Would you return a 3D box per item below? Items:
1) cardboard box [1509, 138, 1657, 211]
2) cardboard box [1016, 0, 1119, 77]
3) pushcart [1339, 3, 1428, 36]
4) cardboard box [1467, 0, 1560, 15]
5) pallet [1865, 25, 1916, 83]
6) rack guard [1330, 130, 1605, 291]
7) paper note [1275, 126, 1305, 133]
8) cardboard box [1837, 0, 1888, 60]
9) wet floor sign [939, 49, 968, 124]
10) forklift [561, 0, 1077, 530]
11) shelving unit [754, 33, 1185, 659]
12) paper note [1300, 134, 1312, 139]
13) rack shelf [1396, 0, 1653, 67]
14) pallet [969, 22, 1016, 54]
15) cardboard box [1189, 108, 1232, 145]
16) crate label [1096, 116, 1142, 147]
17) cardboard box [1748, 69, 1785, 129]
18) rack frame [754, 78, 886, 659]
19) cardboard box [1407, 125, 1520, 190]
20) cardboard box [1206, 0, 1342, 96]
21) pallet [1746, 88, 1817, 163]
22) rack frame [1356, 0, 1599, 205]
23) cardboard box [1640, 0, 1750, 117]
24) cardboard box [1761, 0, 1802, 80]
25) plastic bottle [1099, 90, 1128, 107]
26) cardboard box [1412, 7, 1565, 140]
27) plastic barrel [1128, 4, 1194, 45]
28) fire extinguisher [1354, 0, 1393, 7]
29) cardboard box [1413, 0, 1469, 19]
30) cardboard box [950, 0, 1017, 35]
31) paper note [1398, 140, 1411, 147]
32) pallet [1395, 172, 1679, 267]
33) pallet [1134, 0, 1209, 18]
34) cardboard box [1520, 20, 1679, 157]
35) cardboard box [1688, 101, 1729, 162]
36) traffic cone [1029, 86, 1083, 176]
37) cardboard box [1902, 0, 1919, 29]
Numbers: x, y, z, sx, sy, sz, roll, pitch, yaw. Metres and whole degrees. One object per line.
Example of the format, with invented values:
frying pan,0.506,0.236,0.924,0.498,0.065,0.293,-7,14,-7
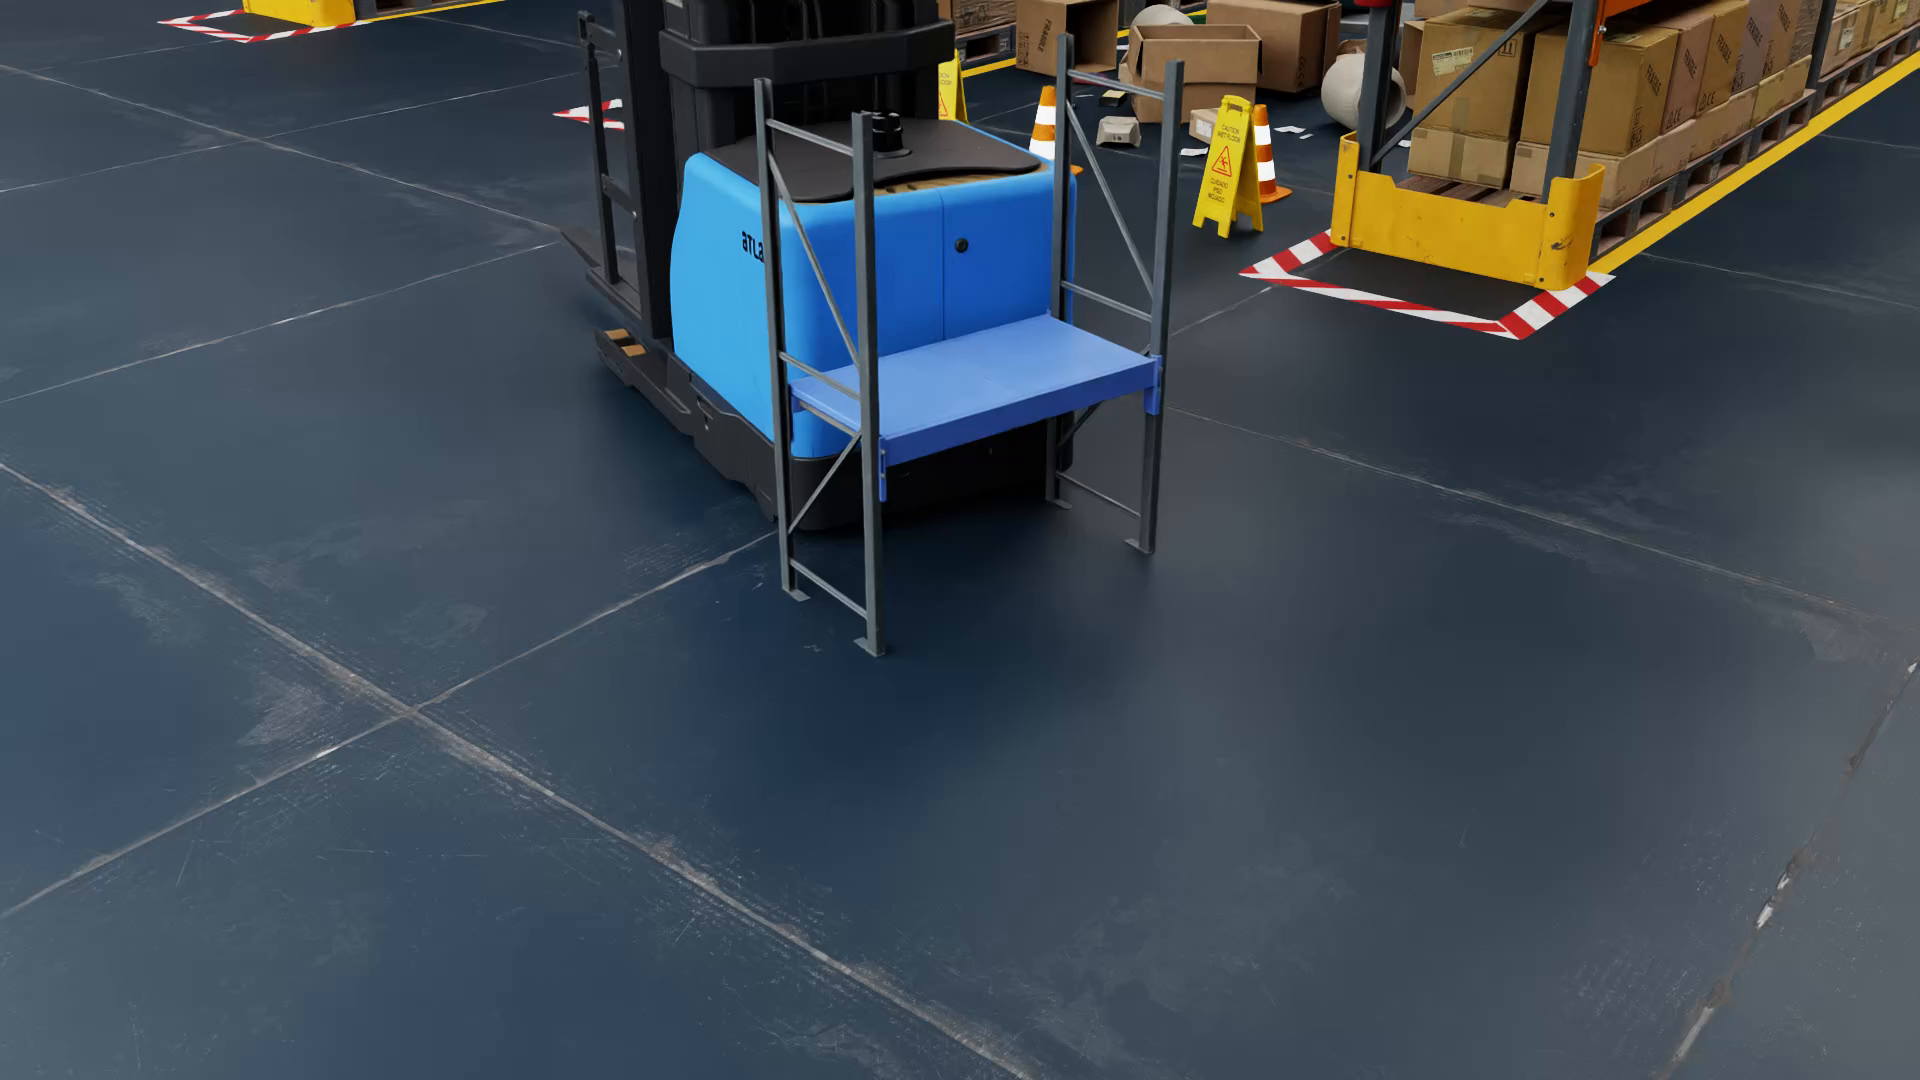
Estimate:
cardboard box,2.999,-1.802,8.003,0.500,0.250,0.500,20,34,34
cardboard box,0.737,-3.501,11.470,0.500,0.500,0.500,-21,34,-35
pushcart,3.025,-3.533,11.669,1.648,0.377,0.936,9,29,17
cardboard box,2.762,-2.728,8.271,0.380,0.149,0.250,22,35,36
pallet,6.086,-3.522,11.828,1.003,0.211,1.213,21,34,34
rack guard,2.320,-1.548,7.698,1.175,0.500,0.348,21,34,34
paper note,1.993,-2.481,10.026,0.142,0.019,0.148,-15,31,-27
cardboard box,5.603,-3.511,11.176,0.950,0.372,0.625,23,35,37
wet floor sign,-0.102,-2.407,9.201,0.267,0.644,0.232,15,31,26
forklift,-0.772,-1.975,5.877,1.130,2.935,3.031,-14,31,-25
shelving unit,0.037,-0.572,4.724,1.048,1.500,0.538,-19,33,-32
paper note,2.057,-2.397,9.873,0.032,0.001,0.123,21,34,34
rack shelf,3.544,-3.021,8.607,1.077,0.370,4.000,21,34,34
pallet,0.388,-3.975,12.704,1.003,0.211,1.213,21,34,34
cardboard box,1.547,-2.420,9.765,0.250,0.149,0.380,-10,29,-18
crate label,0.930,-2.390,9.721,0.250,0.136,0.298,4,28,8
cardboard box,4.317,-2.535,9.420,0.500,0.250,0.500,20,33,33
rack frame,-0.370,-0.432,4.453,0.032,1.500,0.500,-19,33,-32
cardboard box,2.594,-1.970,8.329,0.500,0.250,0.500,21,34,34
cardboard box,2.024,-3.279,10.893,0.797,0.637,0.503,21,34,34
pallet,4.417,-2.562,9.973,1.003,0.211,1.213,21,34,34
rack frame,2.272,-2.631,7.071,1.000,3.000,0.127,21,34,34
cardboard box,3.668,-2.505,8.548,0.500,0.500,0.500,22,34,35
cardboard box,4.325,-2.879,9.269,0.500,0.500,0.500,21,34,35
plastic bottle,0.991,-2.843,10.679,0.133,0.061,0.283,9,29,17
cardboard box,2.581,-2.290,8.131,0.500,0.500,0.500,21,34,35
plastic barrel,1.395,-3.465,11.488,0.421,0.421,0.512,-5,28,-9
fire extinguisher,1.844,-2.691,7.271,0.296,0.674,0.183,21,34,34
cardboard box,3.424,-3.785,11.198,0.500,0.500,0.500,21,34,34
cardboard box,-0.092,-4.180,11.920,0.875,0.875,0.875,21,34,35
paper note,2.612,-2.321,9.704,0.142,0.019,0.148,9,29,17
pallet,2.865,-1.697,8.301,1.003,0.211,1.213,21,34,34
pallet,1.365,-4.517,13.752,1.003,0.211,1.213,21,34,34
cardboard box,3.013,-2.143,7.848,0.500,0.500,0.500,19,33,33
cardboard box,3.666,-2.177,8.730,0.500,0.250,0.500,24,35,38
traffic cone,0.477,-2.238,9.072,0.336,0.463,0.334,21,34,34
cardboard box,6.530,-4.025,12.170,0.950,0.372,0.625,20,33,33
